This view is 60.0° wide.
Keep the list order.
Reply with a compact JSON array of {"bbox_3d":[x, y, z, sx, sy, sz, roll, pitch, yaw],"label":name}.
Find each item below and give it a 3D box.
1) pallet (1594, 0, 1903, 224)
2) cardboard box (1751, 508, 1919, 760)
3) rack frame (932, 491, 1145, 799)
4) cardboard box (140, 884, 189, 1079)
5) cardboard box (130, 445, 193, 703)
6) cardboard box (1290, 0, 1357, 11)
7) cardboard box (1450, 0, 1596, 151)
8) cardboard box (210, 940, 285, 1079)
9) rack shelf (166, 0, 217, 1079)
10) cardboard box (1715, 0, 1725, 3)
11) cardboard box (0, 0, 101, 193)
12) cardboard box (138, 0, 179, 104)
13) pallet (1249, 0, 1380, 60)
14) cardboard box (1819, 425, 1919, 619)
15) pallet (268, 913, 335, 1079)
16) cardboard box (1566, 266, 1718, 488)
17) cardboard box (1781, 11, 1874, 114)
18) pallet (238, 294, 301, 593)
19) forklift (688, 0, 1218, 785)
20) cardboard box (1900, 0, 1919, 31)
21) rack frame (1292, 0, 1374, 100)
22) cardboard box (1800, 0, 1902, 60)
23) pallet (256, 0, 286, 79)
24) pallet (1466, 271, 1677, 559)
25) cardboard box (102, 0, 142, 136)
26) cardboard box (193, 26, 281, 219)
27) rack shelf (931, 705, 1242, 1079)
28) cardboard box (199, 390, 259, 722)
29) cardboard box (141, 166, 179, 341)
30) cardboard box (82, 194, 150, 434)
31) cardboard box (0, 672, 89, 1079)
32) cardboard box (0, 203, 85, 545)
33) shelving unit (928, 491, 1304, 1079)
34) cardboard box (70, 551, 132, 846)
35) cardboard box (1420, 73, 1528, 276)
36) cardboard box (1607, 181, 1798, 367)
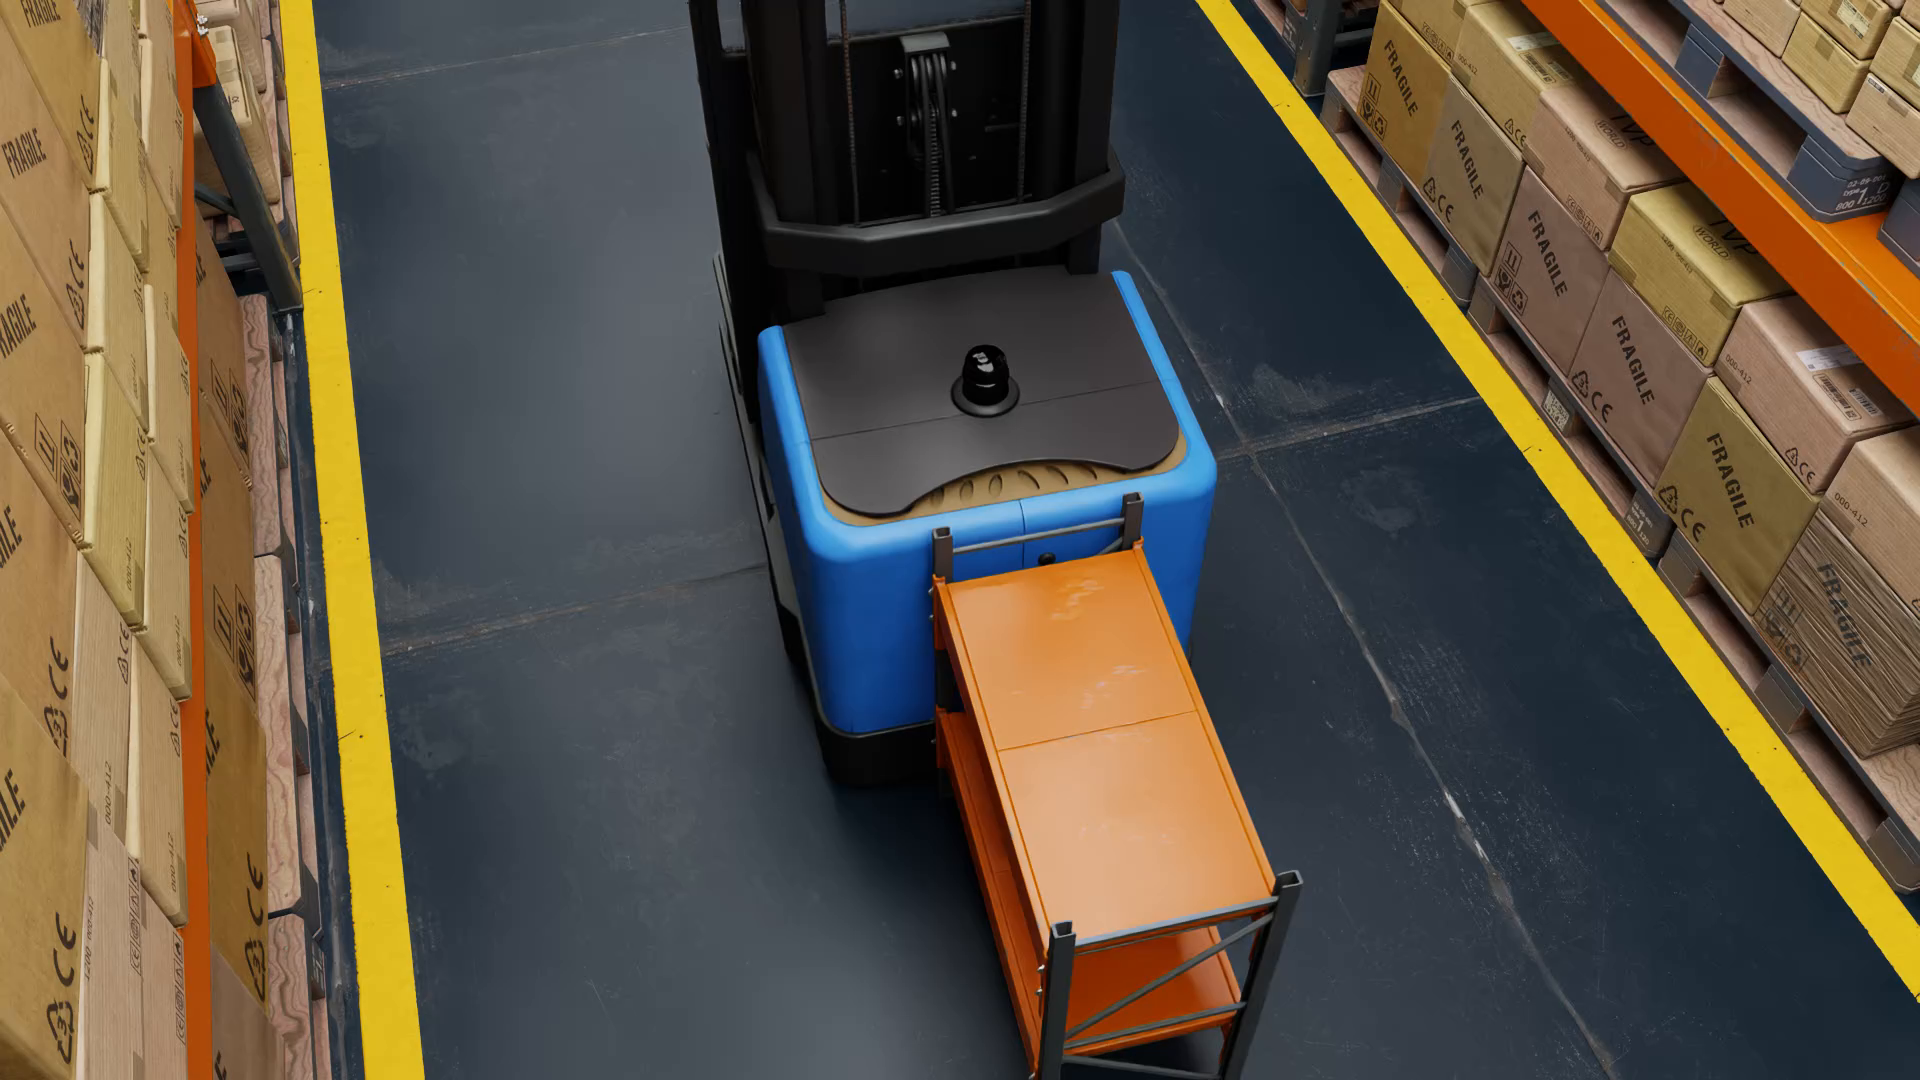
[{"bbox_3d":[2.483,-1.415,4.606,1.003,0.211,1.213,-13,51,-11],"label":"pallet"},{"bbox_3d":[2.582,0.195,4.484,0.500,0.500,0.500,-14,51,-12],"label":"cardboard box"},{"bbox_3d":[0.182,0.304,4.258,0.500,1.125,0.032,-10,51,-9],"label":"rack frame"},{"bbox_3d":[-1.535,0.868,2.654,0.500,0.250,0.500,-14,51,-12],"label":"cardboard box"},{"bbox_3d":[-1.826,0.113,3.291,0.500,0.250,0.500,-14,51,-11],"label":"cardboard box"},{"bbox_3d":[1.765,-2.789,6.836,1.050,0.750,0.750,-14,51,-11],"label":"cardboard box"},{"bbox_3d":[1.982,-1.556,5.470,0.500,0.250,0.500,-14,51,-11],"label":"cardboard box"},{"bbox_3d":[-1.917,1.316,3.294,0.875,0.875,0.875,-12,51,-10],"label":"cardboard box"},{"bbox_3d":[-2.248,-0.028,3.782,1.077,0.370,4.000,-13,51,-11],"label":"rack shelf"},{"bbox_3d":[2.192,-1.627,4.550,0.380,0.149,0.250,-13,51,-10],"label":"cardboard box"},{"bbox_3d":[-2.137,-1.019,3.428,0.500,0.500,0.500,-13,51,-11],"label":"cardboard box"},{"bbox_3d":[-2.442,-1.361,4.534,0.500,0.250,0.500,-15,51,-12],"label":"cardboard box"},{"bbox_3d":[1.698,-2.607,7.310,1.003,0.211,1.213,-13,51,-11],"label":"pallet"},{"bbox_3d":[2.580,-0.050,4.200,0.500,0.250,0.500,-15,51,-12],"label":"cardboard box"},{"bbox_3d":[-1.957,1.553,3.802,1.003,0.211,1.213,-13,51,-11],"label":"pallet"},{"bbox_3d":[2.283,-0.556,5.117,0.500,0.500,0.500,-14,51,-12],"label":"cardboard box"},{"bbox_3d":[2.347,-1.242,4.225,0.380,0.149,0.250,-11,51,-9],"label":"cardboard box"},{"bbox_3d":[-2.679,-0.229,5.305,1.003,0.211,1.213,-13,51,-11],"label":"pallet"},{"bbox_3d":[-0.198,-1.424,4.533,1.130,2.935,3.031,-10,51,-9],"label":"forklift"},{"bbox_3d":[2.435,-1.244,3.838,0.380,0.149,0.250,-15,51,-12],"label":"cardboard box"},{"bbox_3d":[1.859,-2.913,5.744,1.000,3.000,0.127,-13,51,-11],"label":"rack frame"},{"bbox_3d":[2.342,-1.350,4.121,0.380,0.149,0.250,-13,51,-11],"label":"cardboard box"},{"bbox_3d":[-3.427,-2.282,7.036,1.003,0.211,1.213,-13,51,-11],"label":"pallet"},{"bbox_3d":[2.446,-0.554,5.579,1.003,0.211,1.213,-13,51,-11],"label":"pallet"},{"bbox_3d":[-2.299,-1.163,4.040,0.500,0.250,0.500,-14,51,-12],"label":"cardboard box"},{"bbox_3d":[-2.997,-1.424,5.932,0.950,0.372,0.625,-16,52,-13],"label":"cardboard box"},{"bbox_3d":[0.300,0.839,4.126,0.538,0.278,1.000,-10,51,-9],"label":"rack shelf"},{"bbox_3d":[-2.455,0.005,4.399,0.875,0.875,0.875,-13,51,-11],"label":"cardboard box"},{"bbox_3d":[-2.143,-0.620,3.909,0.500,0.250,0.500,-14,51,-11],"label":"cardboard box"},{"bbox_3d":[-1.974,-0.415,3.409,0.500,0.250,0.500,-15,51,-12],"label":"cardboard box"},{"bbox_3d":[-1.512,0.460,2.181,0.500,0.500,0.500,-13,51,-11],"label":"cardboard box"},{"bbox_3d":[-1.835,-0.272,2.798,0.500,0.500,0.500,-14,51,-12],"label":"cardboard box"},{"bbox_3d":[0.300,0.682,3.939,0.538,1.125,1.048,-10,51,-9],"label":"shelving unit"},{"bbox_3d":[-1.699,0.329,2.782,0.500,0.250,0.500,-13,51,-10],"label":"cardboard box"},{"bbox_3d":[1.976,-1.302,5.746,0.500,0.500,0.500,-13,51,-11],"label":"cardboard box"},{"bbox_3d":[2.271,-0.811,4.842,0.500,0.250,0.500,-15,52,-13],"label":"cardboard box"}]
